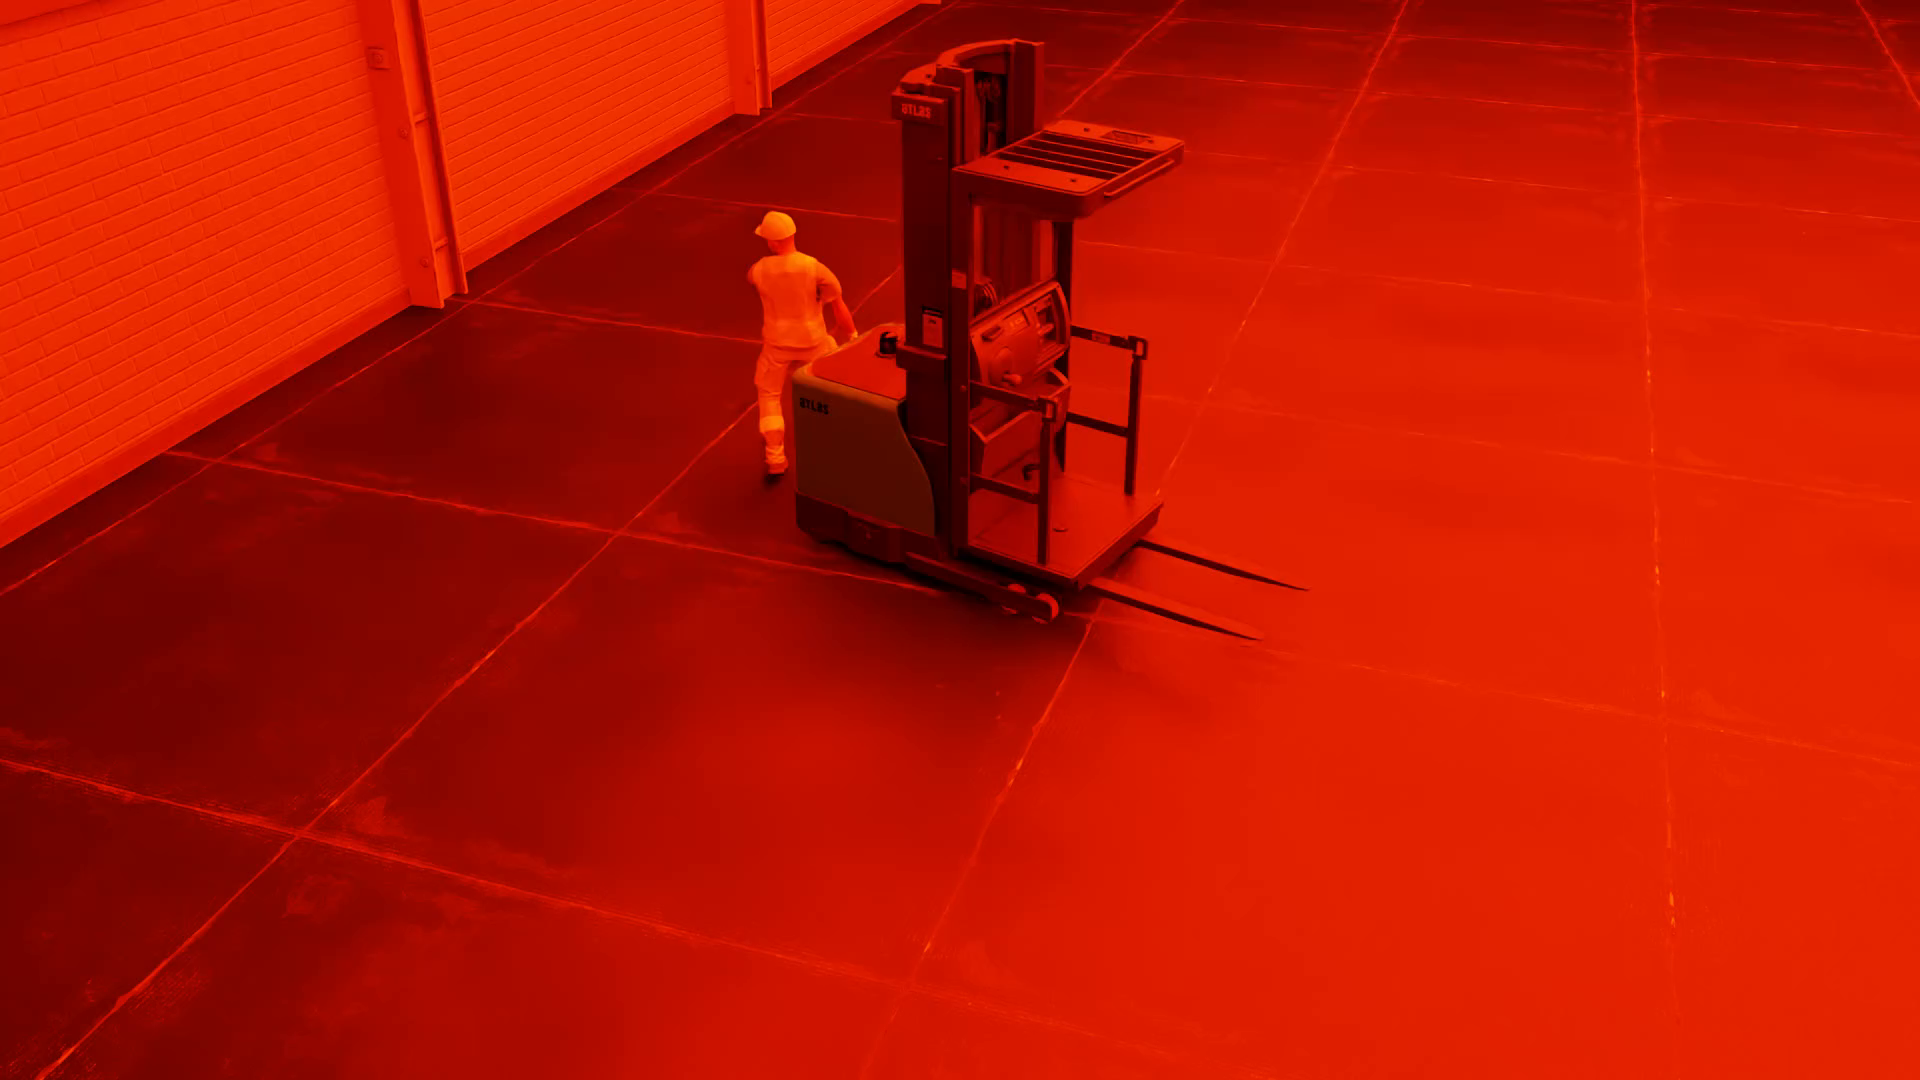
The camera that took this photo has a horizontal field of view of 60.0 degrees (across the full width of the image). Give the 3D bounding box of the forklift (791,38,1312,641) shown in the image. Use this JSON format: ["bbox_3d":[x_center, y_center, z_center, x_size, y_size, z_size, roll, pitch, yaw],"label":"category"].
[{"bbox_3d":[0.509,-1.107,9.078,3.031,2.935,1.130,18,34,29],"label":"forklift"}]

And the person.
[{"bbox_3d":[-0.992,-1.320,10.719,0.713,1.697,0.844,-2,30,-4],"label":"person"}]
